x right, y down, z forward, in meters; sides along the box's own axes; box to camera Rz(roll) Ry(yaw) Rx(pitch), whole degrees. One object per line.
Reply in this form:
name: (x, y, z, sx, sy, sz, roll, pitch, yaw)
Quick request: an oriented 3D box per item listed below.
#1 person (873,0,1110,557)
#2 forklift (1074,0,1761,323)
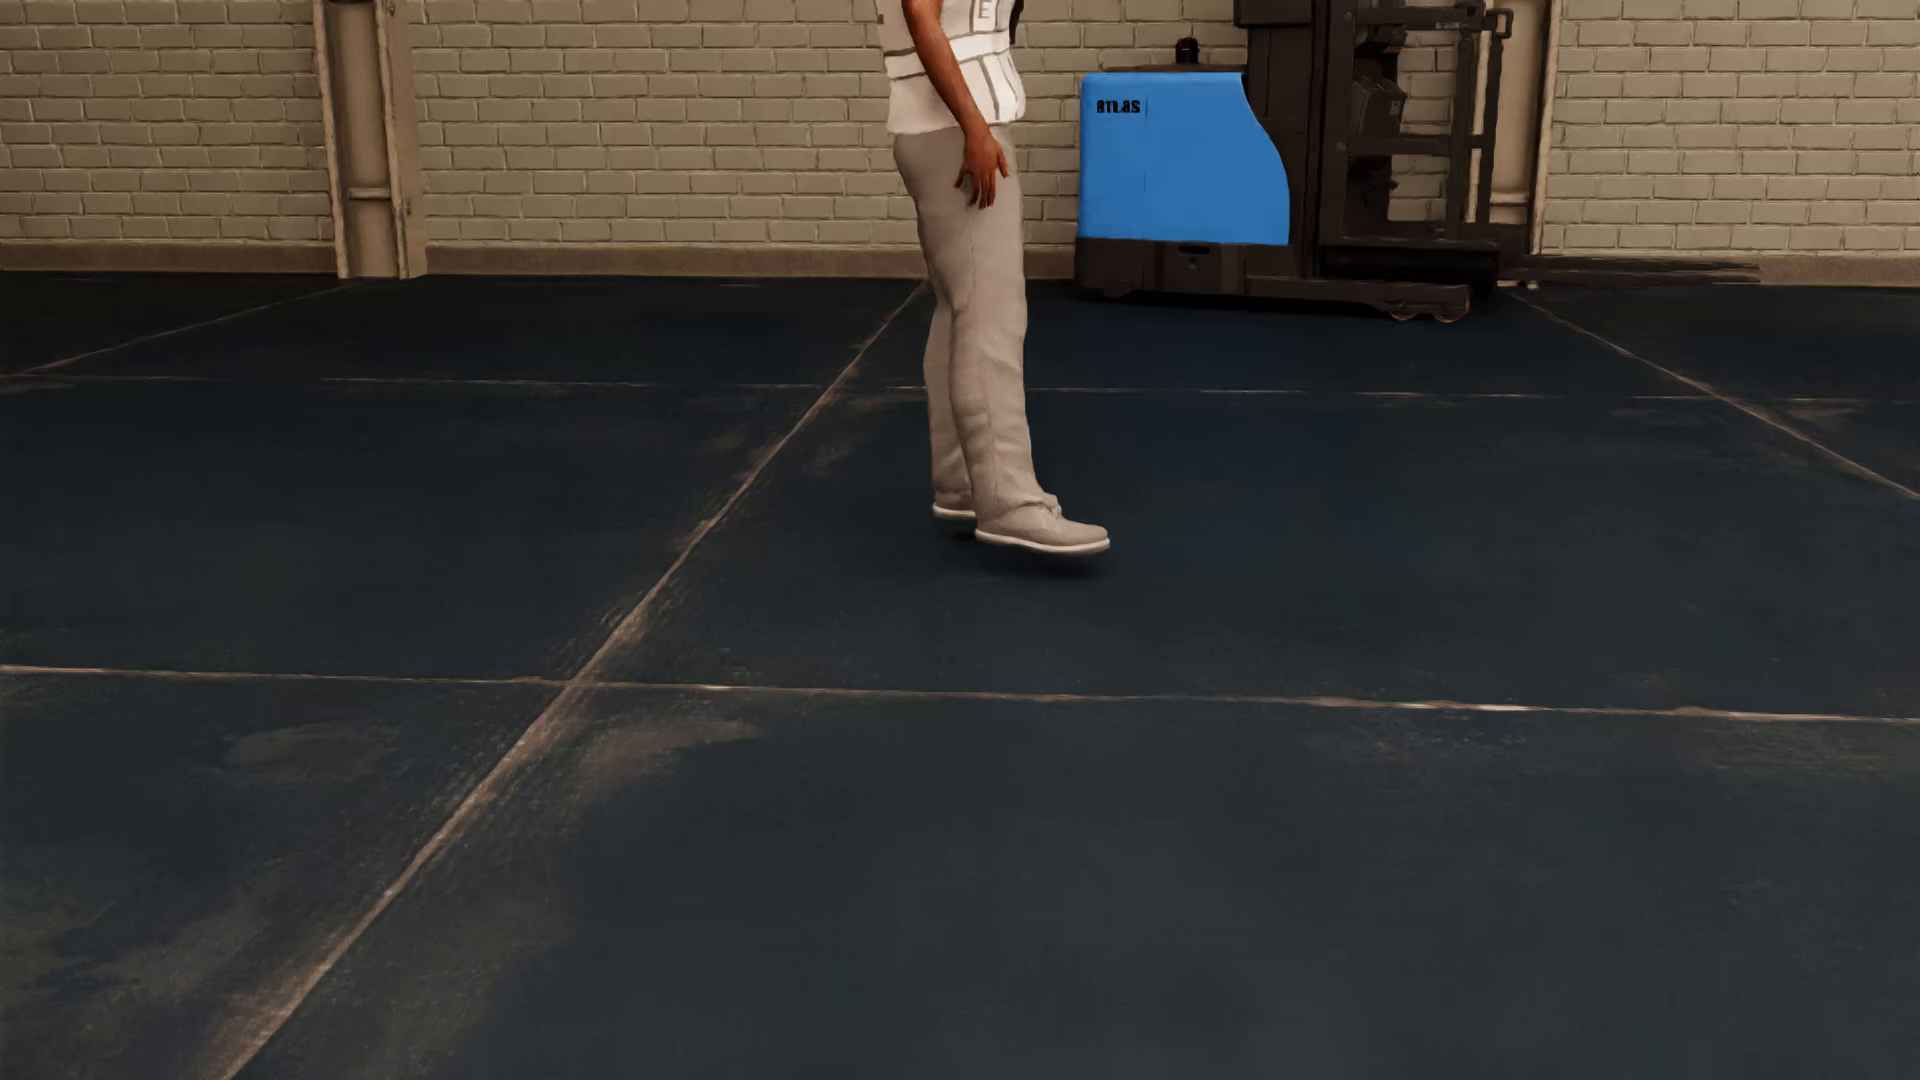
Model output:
person: (0.073, -0.857, 3.555, 0.529, 1.695, 0.570, 1, 15, 4)
forklift: (2.117, -2.533, 7.545, 3.031, 2.935, 1.130, 7, 17, 23)
